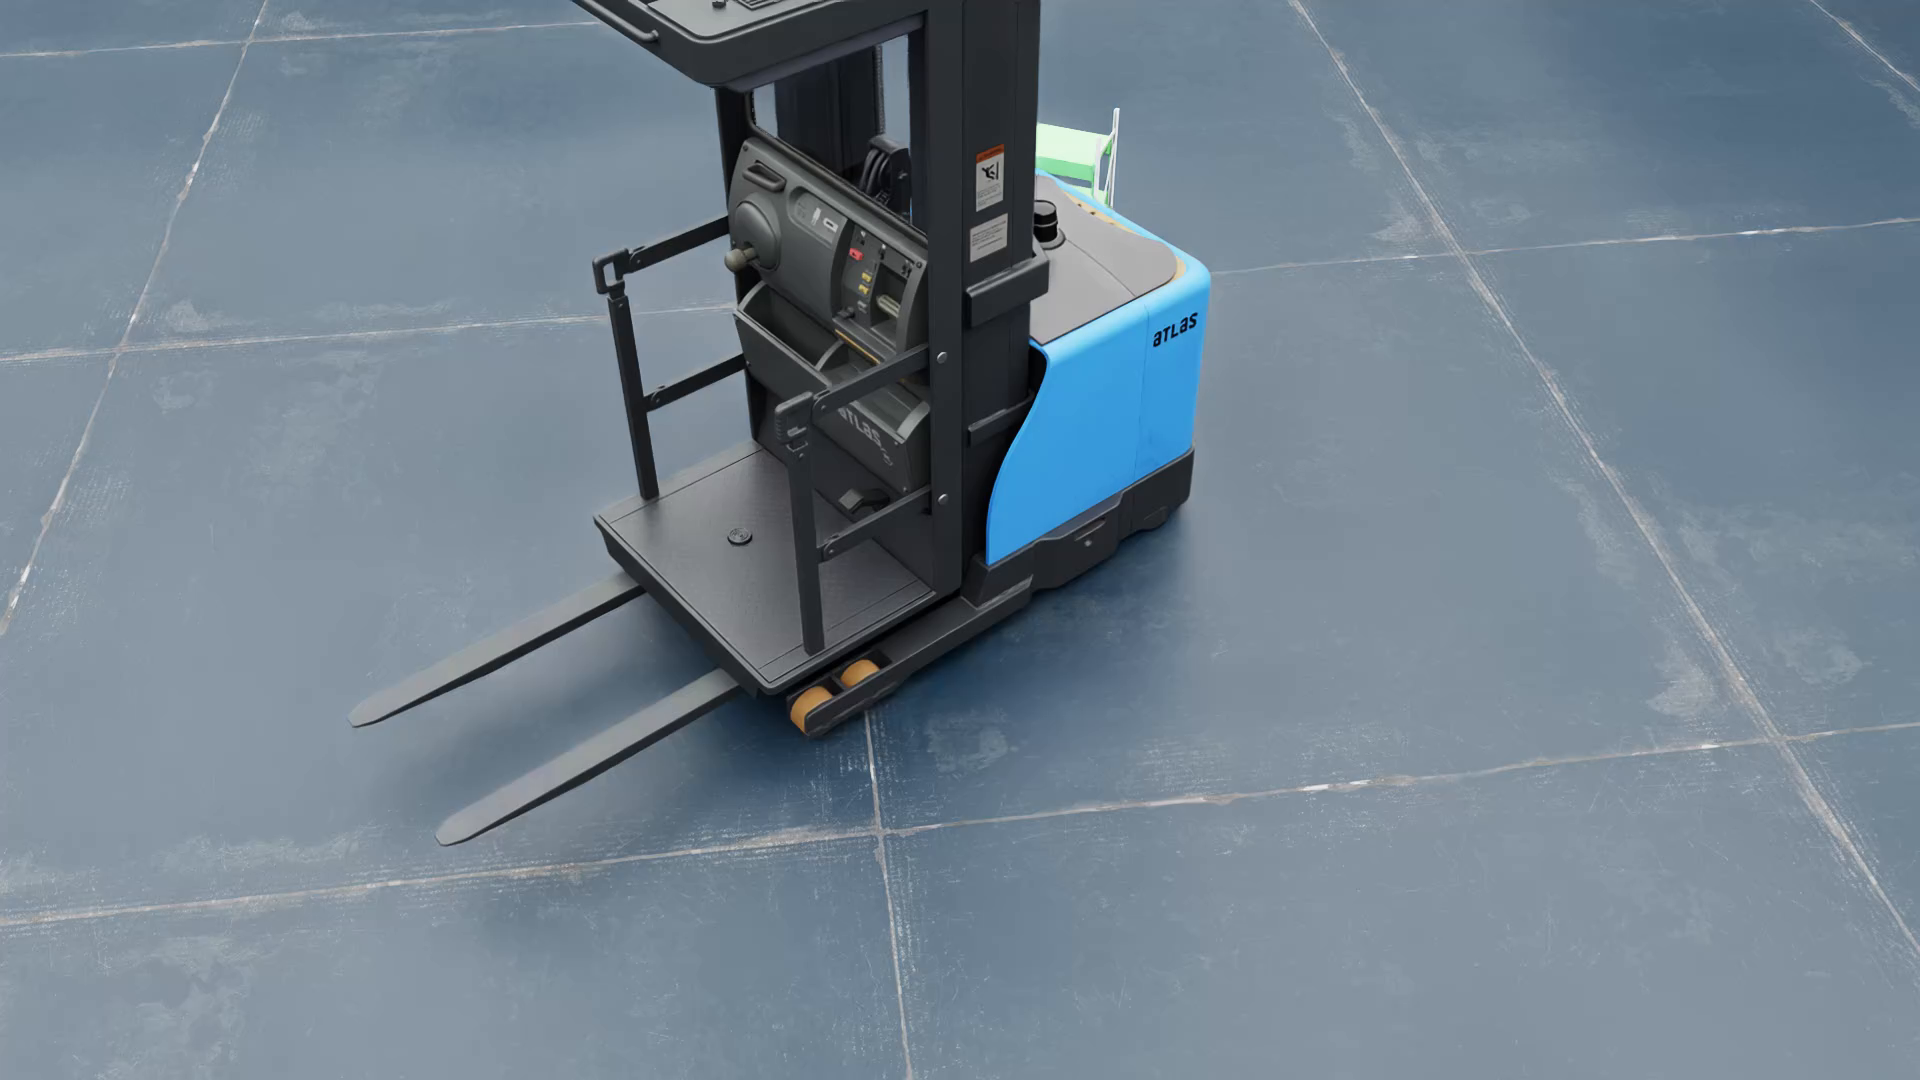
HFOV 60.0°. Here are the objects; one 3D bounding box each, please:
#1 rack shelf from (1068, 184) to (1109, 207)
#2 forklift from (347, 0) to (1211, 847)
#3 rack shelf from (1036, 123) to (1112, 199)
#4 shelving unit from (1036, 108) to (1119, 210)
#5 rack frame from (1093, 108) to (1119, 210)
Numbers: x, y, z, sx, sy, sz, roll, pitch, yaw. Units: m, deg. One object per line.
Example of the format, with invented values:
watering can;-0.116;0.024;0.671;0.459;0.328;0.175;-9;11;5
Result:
rack shelf;0.322;-1.294;6.526;0.480;0.148;0.258;15;44;16
forklift;-0.578;-0.837;4.990;3.031;2.935;1.130;-29;50;-28
rack shelf;0.322;-1.473;6.366;0.480;0.148;0.258;15;44;16
shelving unit;0.322;-1.164;6.644;0.503;1.200;0.258;15;44;16
rack frame;0.550;-1.104;6.579;0.015;1.200;0.240;15;44;16
